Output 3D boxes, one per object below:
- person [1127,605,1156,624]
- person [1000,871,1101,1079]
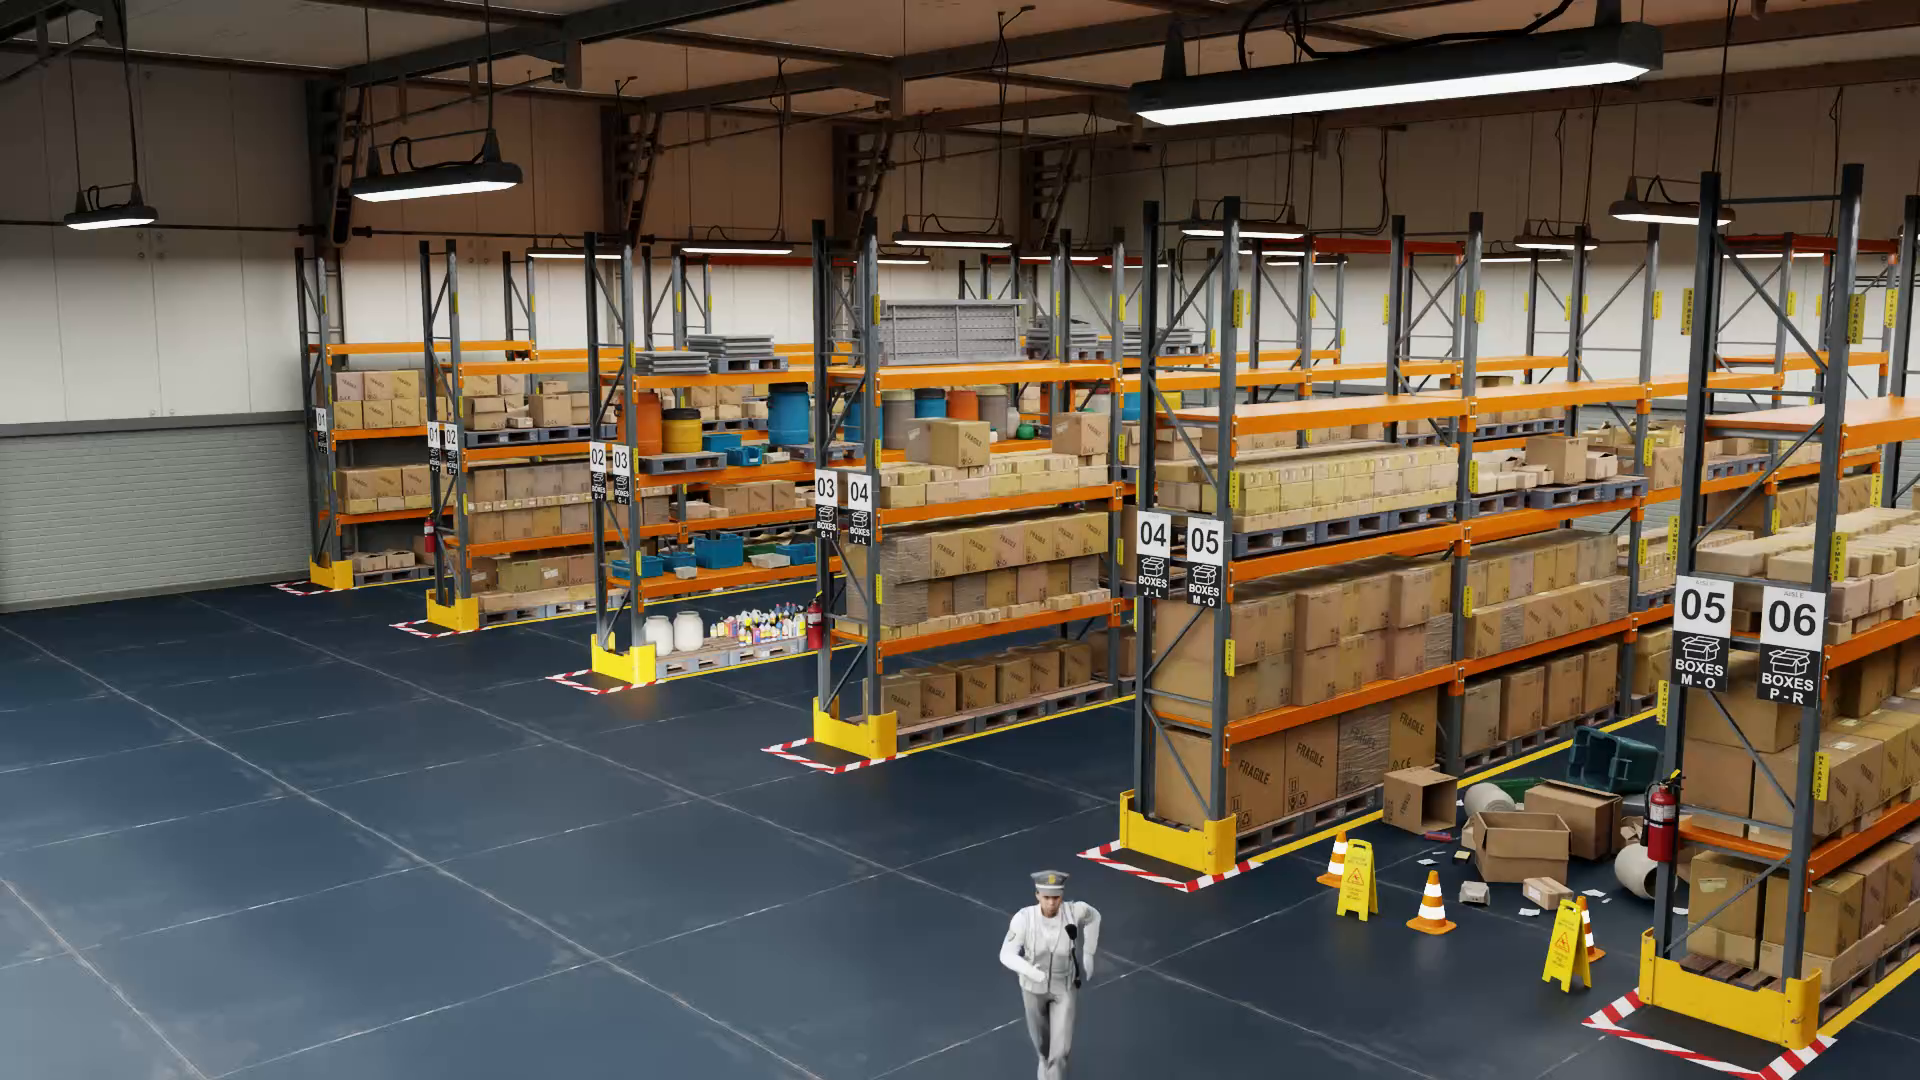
[{"bbox_3d":[2.805,0.434,24.892,0.589,1.649,0.713,7,11,41],"label":"person"},{"bbox_3d":[0.571,2.846,10.471,0.629,1.734,0.894,0,8,3],"label":"person"}]
